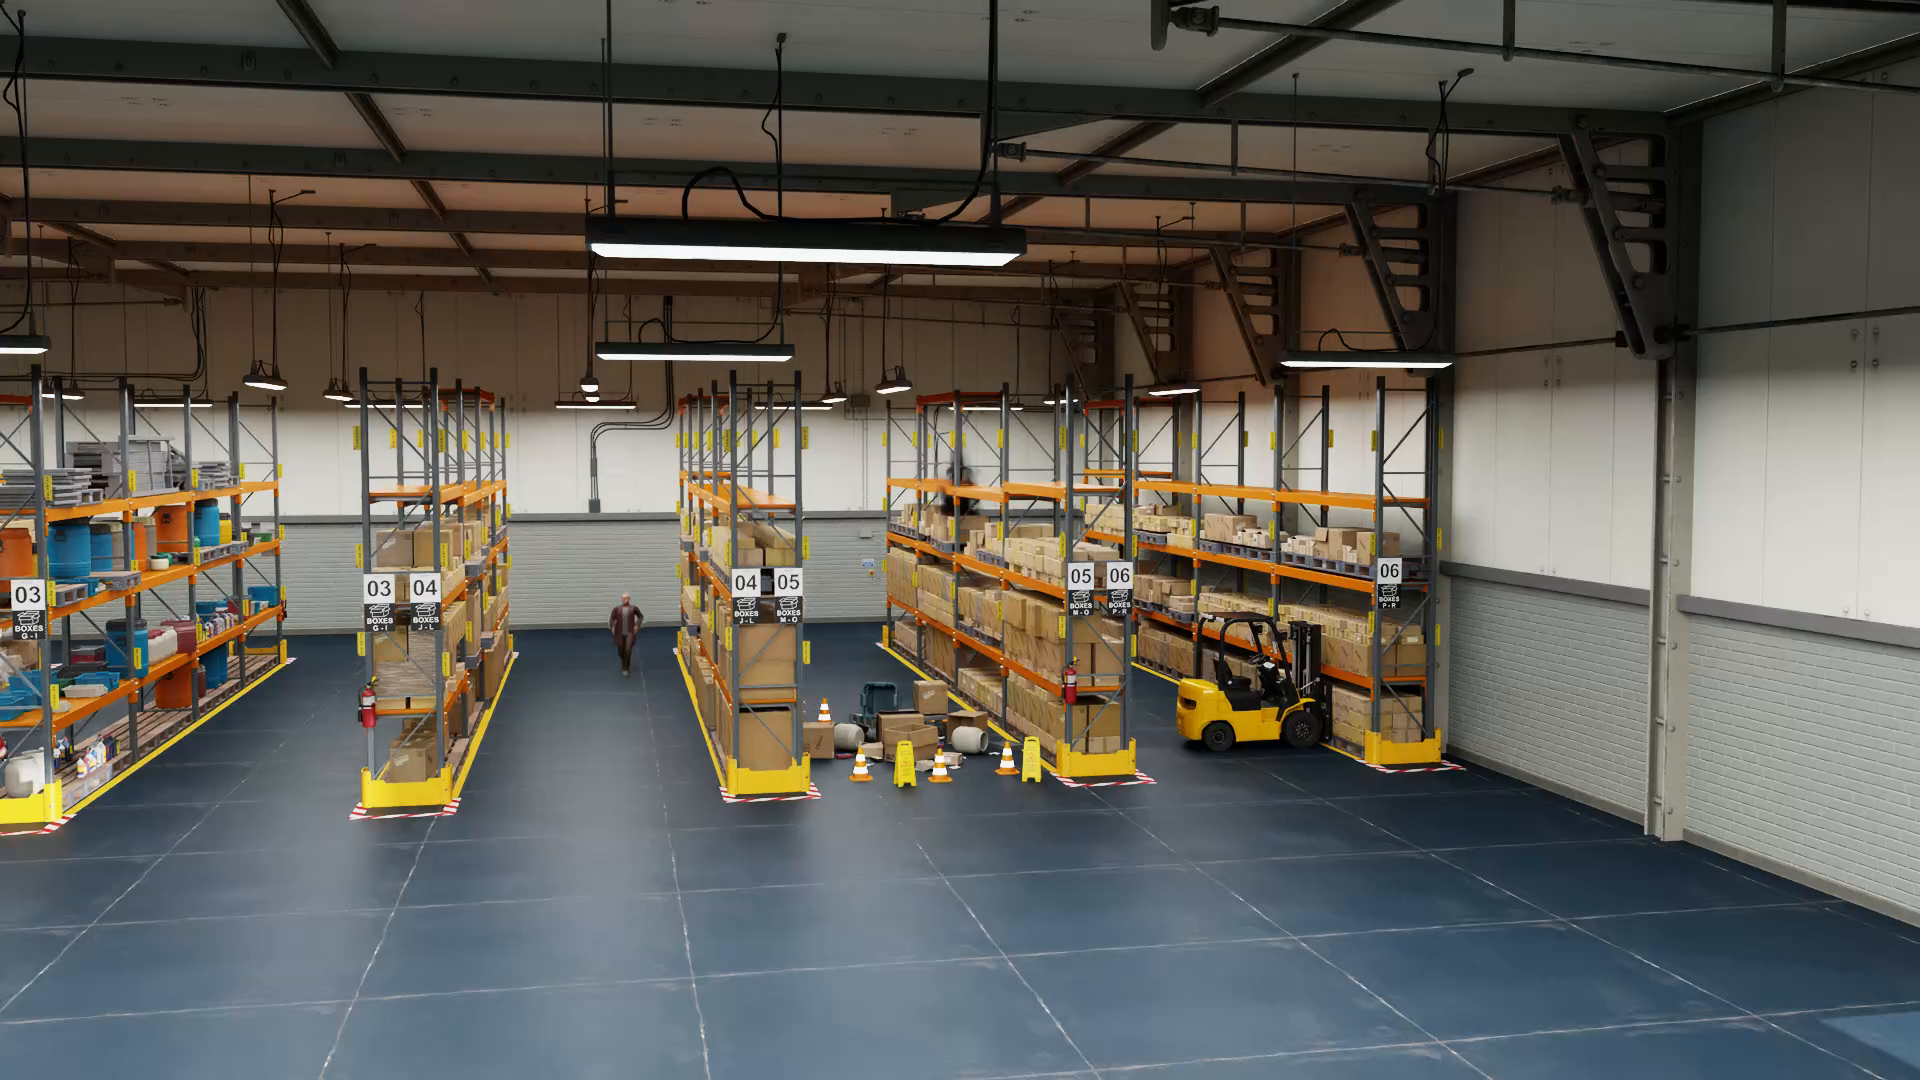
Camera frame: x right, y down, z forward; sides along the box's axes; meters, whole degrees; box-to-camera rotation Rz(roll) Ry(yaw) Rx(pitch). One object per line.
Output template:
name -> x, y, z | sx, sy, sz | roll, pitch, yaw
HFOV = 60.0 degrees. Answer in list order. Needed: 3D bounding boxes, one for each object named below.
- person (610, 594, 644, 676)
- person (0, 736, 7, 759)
person -> -7.174, 2.021, 35.775 | 0.724, 1.740, 0.796 | 0, 3, -5
person -> -11.934, 2.944, 20.231 | 0.841, 1.786, 0.685 | 1, 4, 19
